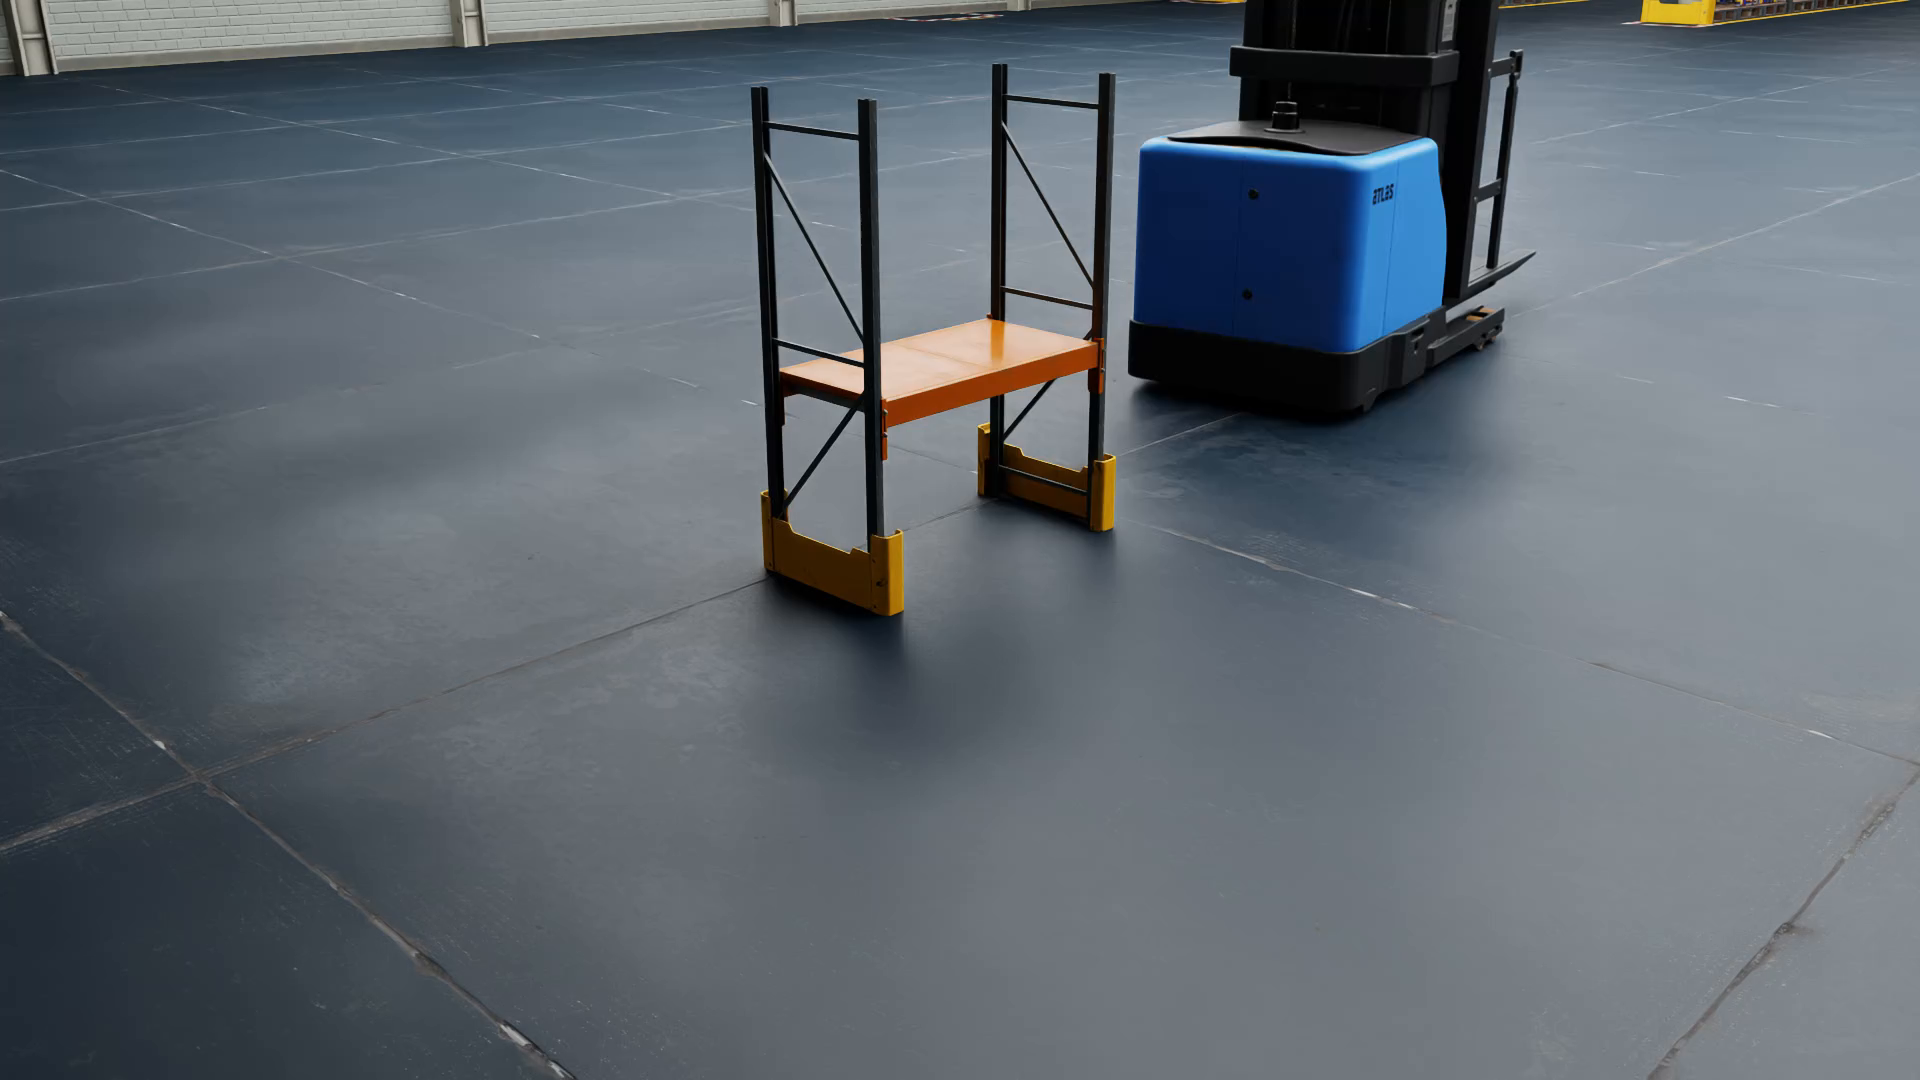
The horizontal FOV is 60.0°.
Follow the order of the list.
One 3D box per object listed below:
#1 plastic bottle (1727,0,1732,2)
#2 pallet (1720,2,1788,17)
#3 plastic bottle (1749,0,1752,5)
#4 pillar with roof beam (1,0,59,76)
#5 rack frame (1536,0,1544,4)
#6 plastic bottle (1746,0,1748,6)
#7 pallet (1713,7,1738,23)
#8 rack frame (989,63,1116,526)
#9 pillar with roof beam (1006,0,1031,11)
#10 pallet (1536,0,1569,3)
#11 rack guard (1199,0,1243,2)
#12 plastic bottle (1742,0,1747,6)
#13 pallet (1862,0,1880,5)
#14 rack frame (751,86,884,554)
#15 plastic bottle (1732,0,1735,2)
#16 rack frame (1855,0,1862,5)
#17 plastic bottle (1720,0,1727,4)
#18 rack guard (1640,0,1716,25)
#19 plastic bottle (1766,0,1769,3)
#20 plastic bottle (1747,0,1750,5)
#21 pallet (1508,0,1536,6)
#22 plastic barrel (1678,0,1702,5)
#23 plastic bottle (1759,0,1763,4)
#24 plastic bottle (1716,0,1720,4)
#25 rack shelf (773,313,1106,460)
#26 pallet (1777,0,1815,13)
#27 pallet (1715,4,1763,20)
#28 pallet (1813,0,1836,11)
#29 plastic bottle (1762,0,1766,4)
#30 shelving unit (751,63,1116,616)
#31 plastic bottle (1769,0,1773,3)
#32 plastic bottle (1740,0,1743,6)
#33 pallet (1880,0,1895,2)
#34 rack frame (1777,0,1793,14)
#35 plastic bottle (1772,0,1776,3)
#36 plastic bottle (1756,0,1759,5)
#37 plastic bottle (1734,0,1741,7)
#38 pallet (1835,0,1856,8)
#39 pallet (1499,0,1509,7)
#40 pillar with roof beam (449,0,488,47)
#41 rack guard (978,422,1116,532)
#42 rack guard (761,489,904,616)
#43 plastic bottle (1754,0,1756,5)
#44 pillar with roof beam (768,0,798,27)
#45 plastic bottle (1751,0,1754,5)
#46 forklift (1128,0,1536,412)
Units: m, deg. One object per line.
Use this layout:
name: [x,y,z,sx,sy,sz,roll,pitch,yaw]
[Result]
plastic bottle: [14.477,-10.245,31.237,0.097,0.271,0.097,0,21,0]
pallet: [14.854,-10.020,31.350,1.003,0.211,1.213,19,28,41]
plastic bottle: [14.428,-9.882,30.392,0.097,0.201,0.097,0,21,0]
pillar with roof beam: [-8.326,-8.885,16.149,9.100,9.000,0.400,19,28,41]
rack frame: [11.806,-12.725,34.500,1.000,3.000,0.127,19,28,41]
plastic bottle: [14.289,-9.864,30.246,0.097,0.271,0.097,0,21,0]
pallet: [13.151,-9.393,29.718,1.003,0.211,1.213,19,28,41]
rack frame: [0.295,-0.809,5.588,0.500,1.500,0.032,19,28,41]
pillar with roof beam: [4.231,-13.512,28.187,9.100,9.000,0.400,19,28,41]
pallet: [12.292,-11.622,35.518,1.003,0.211,1.213,19,28,41]
rack guard: [5.516,-11.788,35.547,1.175,0.500,0.348,19,28,41]
plastic bottle: [14.221,-9.835,30.154,0.133,0.283,0.061,-20,28,-41]
pallet: [18.663,-11.424,35.002,1.003,0.211,1.213,19,28,41]
rack frame: [-0.414,-0.547,4.908,0.500,1.500,0.032,19,28,41]
plastic bottle: [14.595,-10.313,31.305,0.144,0.351,0.185,19,28,41]
rack frame: [18.142,-12.512,33.947,1.000,3.000,0.127,19,28,41]
plastic bottle: [14.187,-10.126,30.922,0.152,0.276,0.135,19,28,41]
rack guard: [12.581,-9.320,29.127,1.175,0.500,0.348,19,28,41]
plastic bottle: [14.975,-10.166,30.921,0.144,0.351,0.185,18,27,38]
plastic bottle: [14.359,-9.889,30.313,0.097,0.271,0.097,0,21,0]
pallet: [11.221,-11.229,34.495,1.003,0.211,1.213,19,28,41]
plastic barrel: [12.966,-9.679,29.458,0.421,0.512,0.421,0,21,0]
plastic bottle: [14.750,-10.083,30.705,0.144,0.351,0.185,19,28,40]
plastic bottle: [14.051,-10.055,30.841,0.097,0.201,0.097,0,21,0]
rack shelf: [-0.060,-0.510,5.313,0.538,0.185,1.000,19,28,41]
pallet: [15.872,-10.394,32.323,1.003,0.211,1.213,19,28,41]
pallet: [14.002,-9.705,30.530,1.003,0.211,1.213,19,28,41]
pallet: [16.723,-10.709,33.142,1.003,0.211,1.213,19,28,41]
plastic bottle: [14.892,-10.082,30.797,0.133,0.283,0.061,-18,27,-39]
shelving unit: [-0.053,-0.680,5.255,0.587,1.500,1.083,19,28,41]
plastic bottle: [15.109,-10.215,31.050,0.144,0.351,0.185,18,28,39]
plastic bottle: [14.122,-9.770,30.099,0.097,0.201,0.097,0,21,0]
pallet: [19.514,-11.736,35.814,1.003,0.211,1.213,19,28,41]
rack frame: [15.352,-11.484,31.272,1.000,3.000,0.127,19,28,41]
plastic bottle: [15.253,-10.215,31.144,0.133,0.283,0.061,-18,28,-39]
plastic bottle: [14.634,-10.007,30.613,0.135,0.276,0.152,-20,28,-41]
plastic bottle: [14.050,-9.776,30.017,0.097,0.271,0.097,0,21,0]
pallet: [17.574,-11.021,33.954,1.003,0.211,1.213,19,28,41]
pallet: [10.370,-10.914,33.676,1.003,0.211,1.213,19,28,41]
pillar with roof beam: [-4.141,-10.428,20.161,9.100,9.000,0.400,19,28,41]
rack guard: [0.294,-0.225,5.812,0.587,0.250,0.087,19,28,41]
rack guard: [-0.401,0.031,5.146,0.587,0.250,0.087,19,28,41]
plastic bottle: [14.571,-9.935,30.529,0.097,0.201,0.097,0,21,0]
pillar with roof beam: [0.045,-11.970,24.174,9.100,9.000,0.400,19,28,41]
plastic bottle: [14.500,-9.942,30.448,0.097,0.271,0.097,0,21,0]
forklift: [1.990,-2.360,7.628,1.130,2.935,3.031,14,25,32]
